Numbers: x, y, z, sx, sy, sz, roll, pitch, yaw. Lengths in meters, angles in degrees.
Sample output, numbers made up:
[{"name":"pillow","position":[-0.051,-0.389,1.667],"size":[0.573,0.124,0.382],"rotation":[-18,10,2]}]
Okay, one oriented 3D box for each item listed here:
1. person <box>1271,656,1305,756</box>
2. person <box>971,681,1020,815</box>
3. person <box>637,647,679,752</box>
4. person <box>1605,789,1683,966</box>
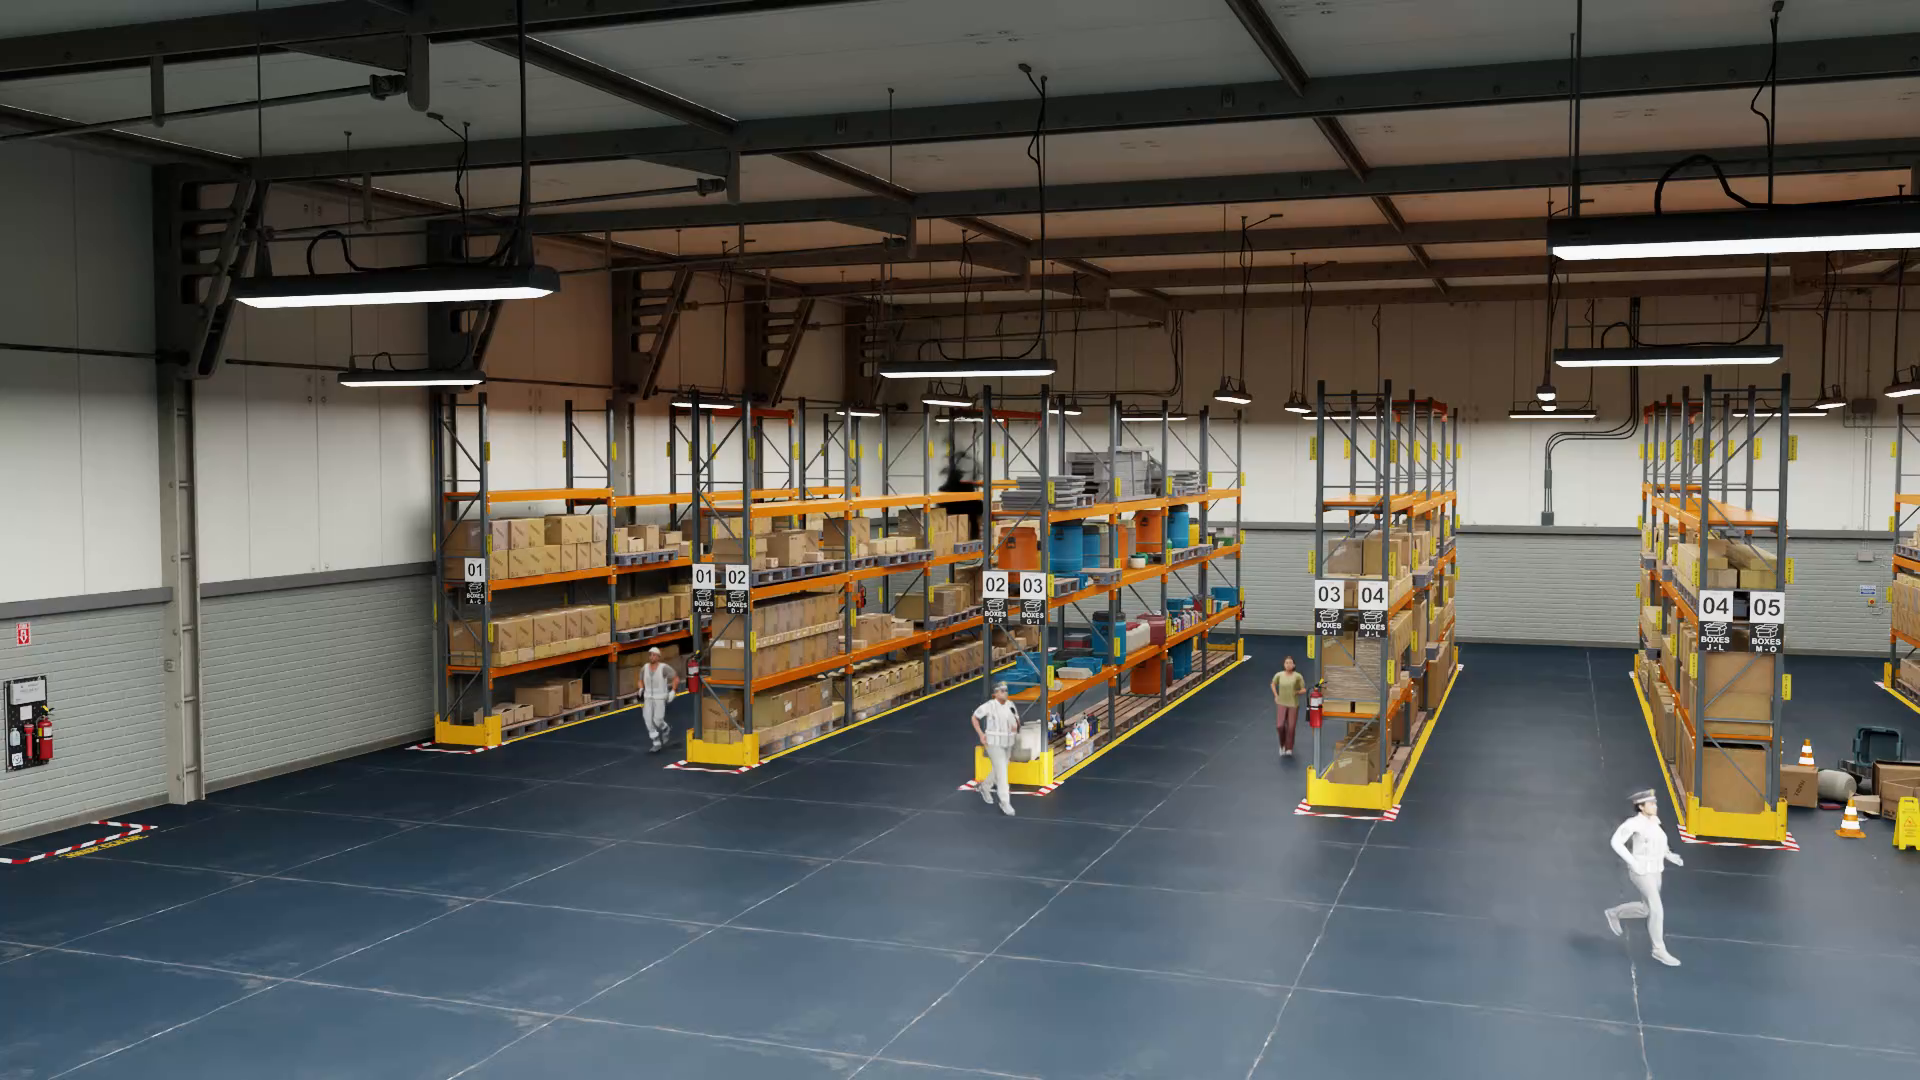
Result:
[{"name":"person","position":[5.355,2.724,27.185],"size":[0.565,1.643,0.575],"rotation":[1,3,14]},{"name":"person","position":[0.572,2.867,23.297],"size":[0.692,1.805,0.888],"rotation":[-3,4,-41]},{"name":"person","position":[-5.070,2.654,27.735],"size":[0.690,1.746,0.619],"rotation":[1,3,12]},{"name":"person","position":[6.761,3.296,16.476],"size":[0.618,1.696,0.821],"rotation":[-2,4,-37]}]
